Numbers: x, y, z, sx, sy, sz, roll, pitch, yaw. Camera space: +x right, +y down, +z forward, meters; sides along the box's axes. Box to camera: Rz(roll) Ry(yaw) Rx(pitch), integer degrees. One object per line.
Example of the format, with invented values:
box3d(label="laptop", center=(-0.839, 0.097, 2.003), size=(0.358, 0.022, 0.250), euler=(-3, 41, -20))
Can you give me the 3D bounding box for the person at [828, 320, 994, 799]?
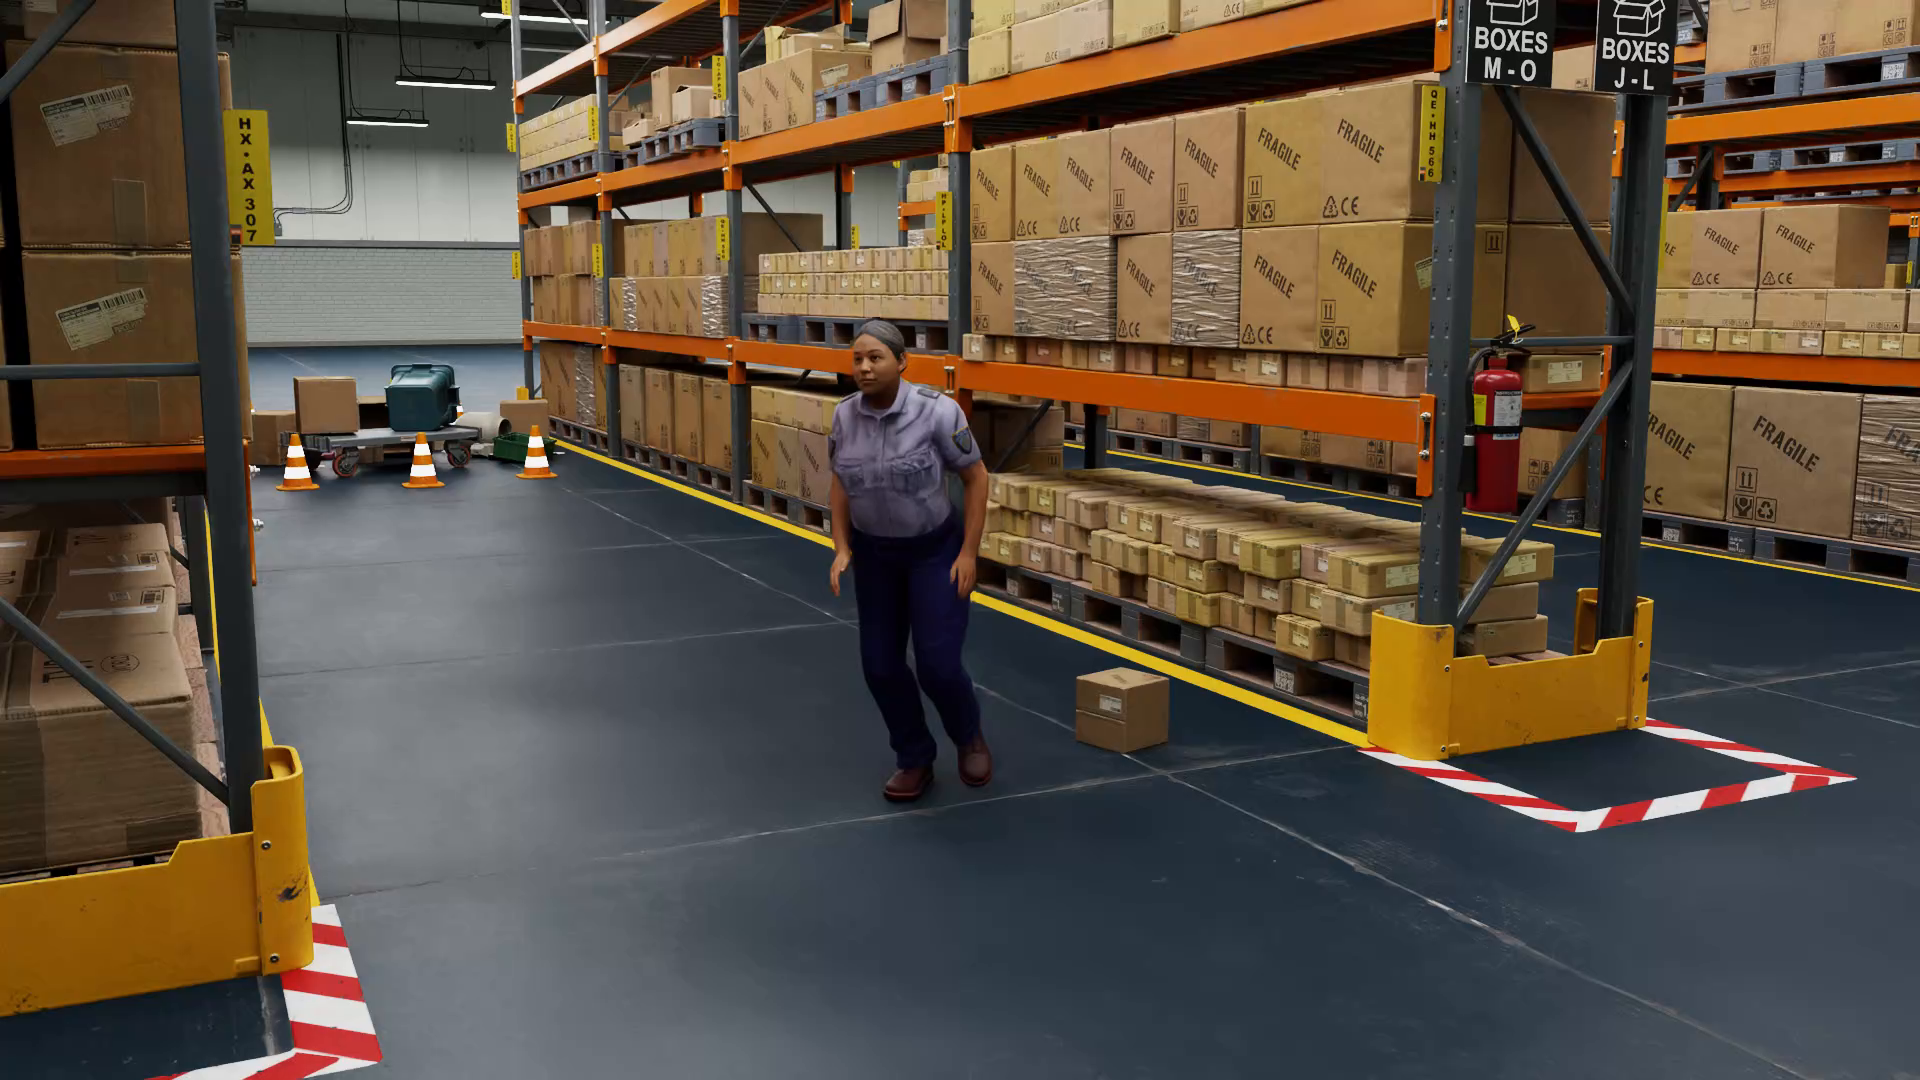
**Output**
box3d(label="person", center=(-0.158, 0.073, 5.527), size=(0.542, 1.599, 0.585), euler=(4, 9, 23))
